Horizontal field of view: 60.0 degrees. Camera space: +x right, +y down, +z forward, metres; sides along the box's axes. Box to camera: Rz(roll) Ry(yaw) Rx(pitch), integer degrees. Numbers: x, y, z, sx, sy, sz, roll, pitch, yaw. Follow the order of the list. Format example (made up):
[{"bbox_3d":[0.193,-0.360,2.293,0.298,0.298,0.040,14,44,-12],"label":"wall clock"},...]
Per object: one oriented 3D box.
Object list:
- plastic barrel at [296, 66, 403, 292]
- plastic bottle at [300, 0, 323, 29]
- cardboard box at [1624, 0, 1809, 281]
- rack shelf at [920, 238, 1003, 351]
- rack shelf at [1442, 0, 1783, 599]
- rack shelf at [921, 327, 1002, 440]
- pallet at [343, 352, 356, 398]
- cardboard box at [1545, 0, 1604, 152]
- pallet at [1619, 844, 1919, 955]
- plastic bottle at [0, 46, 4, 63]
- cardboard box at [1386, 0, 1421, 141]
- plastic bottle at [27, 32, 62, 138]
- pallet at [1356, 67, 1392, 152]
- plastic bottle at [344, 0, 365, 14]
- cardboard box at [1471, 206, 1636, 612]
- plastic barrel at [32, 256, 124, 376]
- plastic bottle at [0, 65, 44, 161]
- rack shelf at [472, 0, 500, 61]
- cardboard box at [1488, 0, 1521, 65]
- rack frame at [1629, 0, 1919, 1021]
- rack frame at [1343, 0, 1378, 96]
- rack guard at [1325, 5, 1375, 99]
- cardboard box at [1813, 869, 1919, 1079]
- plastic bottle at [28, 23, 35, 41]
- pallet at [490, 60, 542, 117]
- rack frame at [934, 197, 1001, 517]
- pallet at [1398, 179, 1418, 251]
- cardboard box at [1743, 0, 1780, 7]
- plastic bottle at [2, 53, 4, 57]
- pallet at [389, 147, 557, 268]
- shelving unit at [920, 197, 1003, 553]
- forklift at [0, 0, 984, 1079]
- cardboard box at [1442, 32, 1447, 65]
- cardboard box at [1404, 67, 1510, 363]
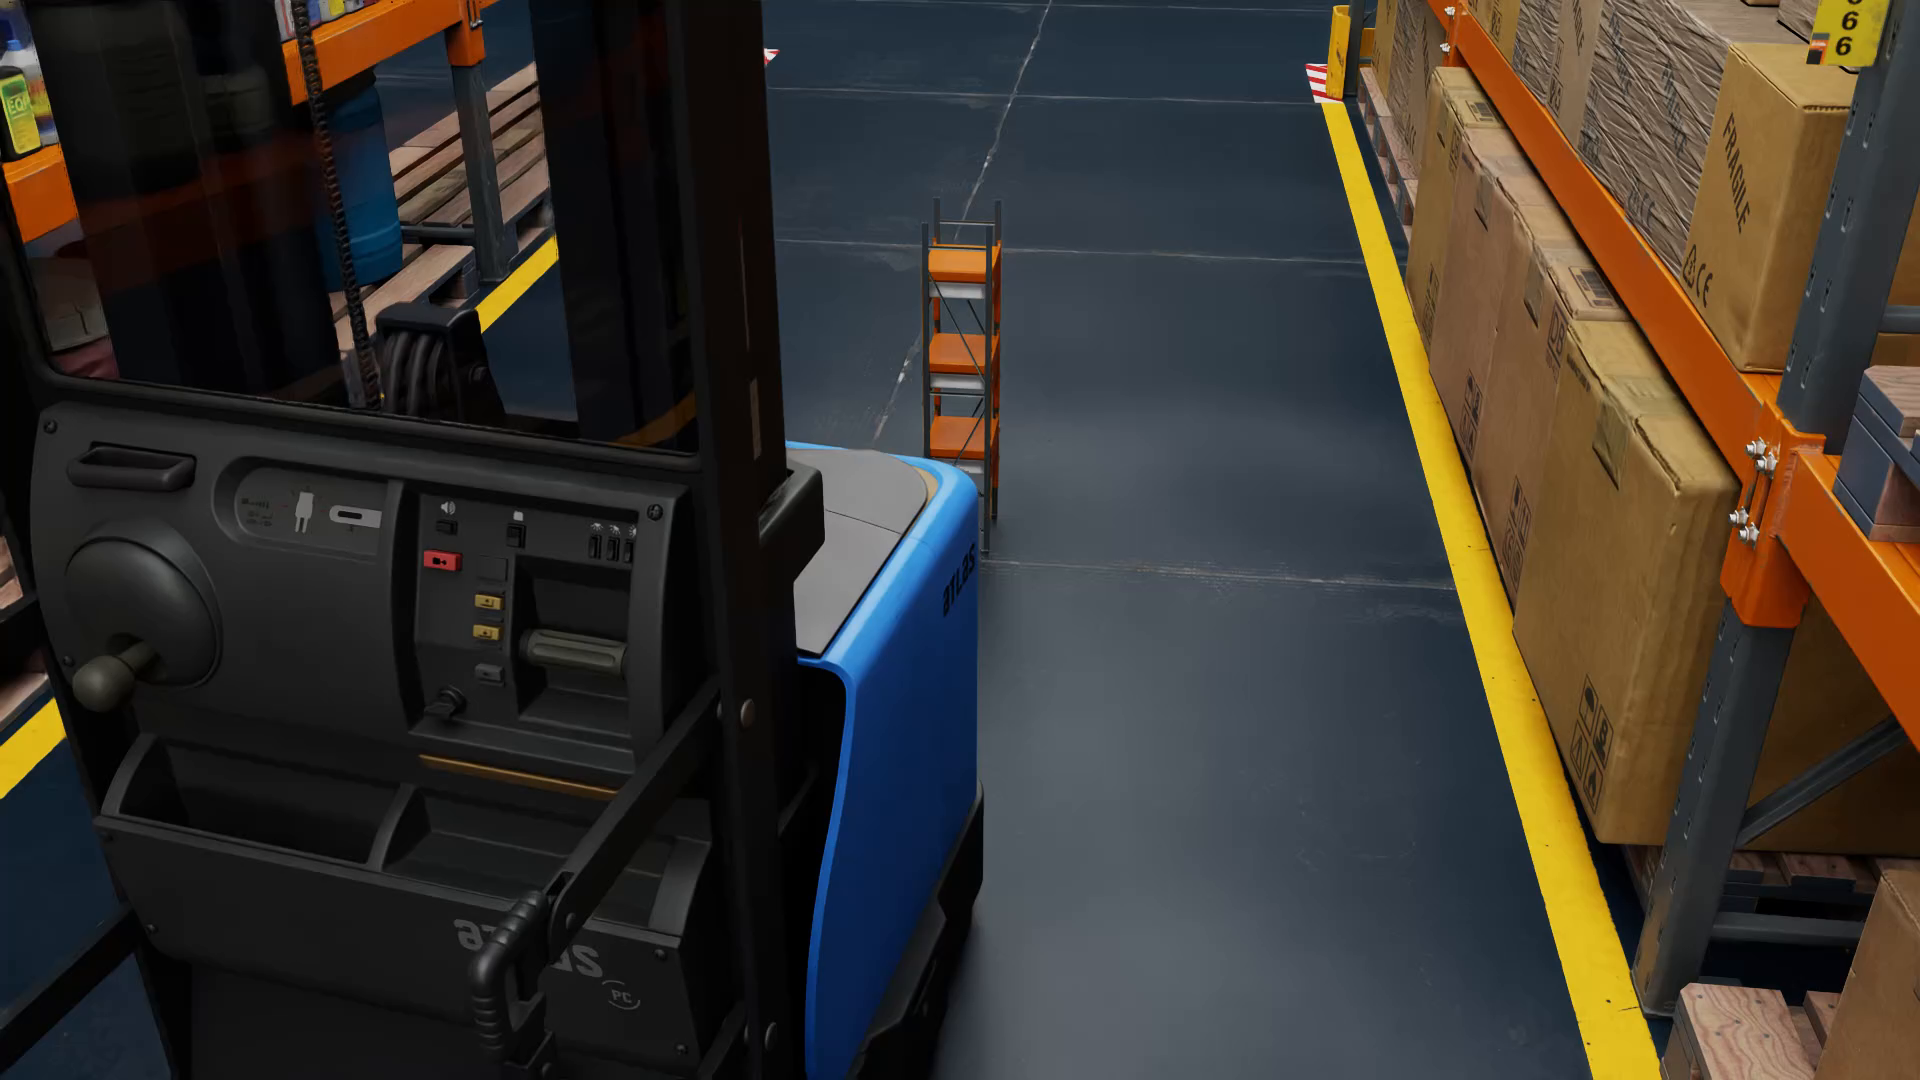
[{"bbox_3d":[-2.599,-1.513,6.666,0.600,0.901,0.708,3,28,6],"label":"plastic barrel"},{"bbox_3d":[-2.326,-1.947,5.753,0.144,0.351,0.185,3,28,6],"label":"plastic bottle"},{"bbox_3d":[1.792,-0.862,3.581,0.500,0.500,0.500,3,28,6],"label":"cardboard box"},{"bbox_3d":[0.007,-0.728,4.918,0.215,0.259,0.240,3,28,6],"label":"rack shelf"},{"bbox_3d":[2.156,-0.961,4.630,1.077,0.370,4.000,3,28,6],"label":"rack shelf"},{"bbox_3d":[0.007,-0.478,5.053,0.215,0.259,0.240,3,28,6],"label":"rack shelf"},{"bbox_3d":[-2.798,-0.343,5.664,1.003,0.211,1.213,3,28,6],"label":"pallet"},{"bbox_3d":[1.916,-1.346,4.480,0.500,0.500,0.500,4,29,7],"label":"cardboard box"},{"bbox_3d":[2.082,0.524,4.054,1.003,0.211,1.213,3,28,6],"label":"pallet"},{"bbox_3d":[-3.014,-1.557,5.113,0.097,0.271,0.097,0,28,0],"label":"plastic bottle"},{"bbox_3d":[2.780,-2.618,8.744,0.875,0.875,0.875,3,28,6],"label":"cardboard box"},{"bbox_3d":[-2.477,-1.241,4.526,0.097,0.271,0.097,0,28,0],"label":"plastic bottle"},{"bbox_3d":[2.870,-2.494,9.656,1.003,0.211,1.213,3,28,6],"label":"pallet"},{"bbox_3d":[-2.287,-2.076,6.072,0.152,0.276,0.135,3,28,6],"label":"plastic bottle"},{"bbox_3d":[2.133,-0.329,4.495,1.225,0.875,0.875,3,29,6],"label":"cardboard box"},{"bbox_3d":[-2.824,-0.511,5.135,0.600,0.588,0.708,3,28,6],"label":"plastic barrel"},{"bbox_3d":[-2.485,-1.145,4.335,0.061,0.283,0.133,3,28,6],"label":"plastic bottle"},{"bbox_3d":[-2.270,-3.132,8.660,1.077,0.370,4.000,3,28,6],"label":"rack shelf"},{"bbox_3d":[2.035,-1.825,5.369,0.500,0.500,0.500,3,28,6],"label":"cardboard box"},{"bbox_3d":[1.910,-0.337,2.712,1.000,3.000,0.127,3,28,6],"label":"rack frame"},{"bbox_3d":[2.891,-4.102,9.702,1.000,3.000,0.127,3,28,6],"label":"rack frame"},{"bbox_3d":[2.894,-3.013,10.316,1.175,0.500,0.348,3,28,6],"label":"rack guard"},{"bbox_3d":[1.848,0.887,2.613,0.700,0.500,0.500,2,28,4],"label":"cardboard box"},{"bbox_3d":[-2.605,-1.461,4.851,0.144,0.351,0.185,3,28,6],"label":"plastic bottle"},{"bbox_3d":[-2.164,-2.777,10.181,1.003,0.211,1.213,3,28,6],"label":"pallet"},{"bbox_3d":[0.022,-0.545,5.154,0.200,1.050,0.008,3,28,6],"label":"rack frame"},{"bbox_3d":[2.571,-1.345,7.524,1.003,0.211,1.213,3,28,6],"label":"pallet"},{"bbox_3d":[2.099,-1.472,3.657,0.797,0.503,0.637,4,29,7],"label":"cardboard box"},{"bbox_3d":[-3.133,-1.657,5.299,0.097,0.271,0.097,0,28,0],"label":"plastic bottle"},{"bbox_3d":[-2.463,-1.628,8.049,1.003,0.211,1.213,3,28,6],"label":"pallet"},{"bbox_3d":[0.007,-0.487,5.048,0.215,1.050,0.252,3,28,6],"label":"shelving unit"},{"bbox_3d":[-0.854,0.109,1.958,1.130,2.935,3.031,8,29,14],"label":"forklift"},{"bbox_3d":[2.561,-1.775,7.180,0.875,0.875,0.875,3,28,6],"label":"cardboard box"},{"bbox_3d":[2.342,-1.167,6.050,1.225,0.875,0.875,3,29,6],"label":"cardboard box"}]
